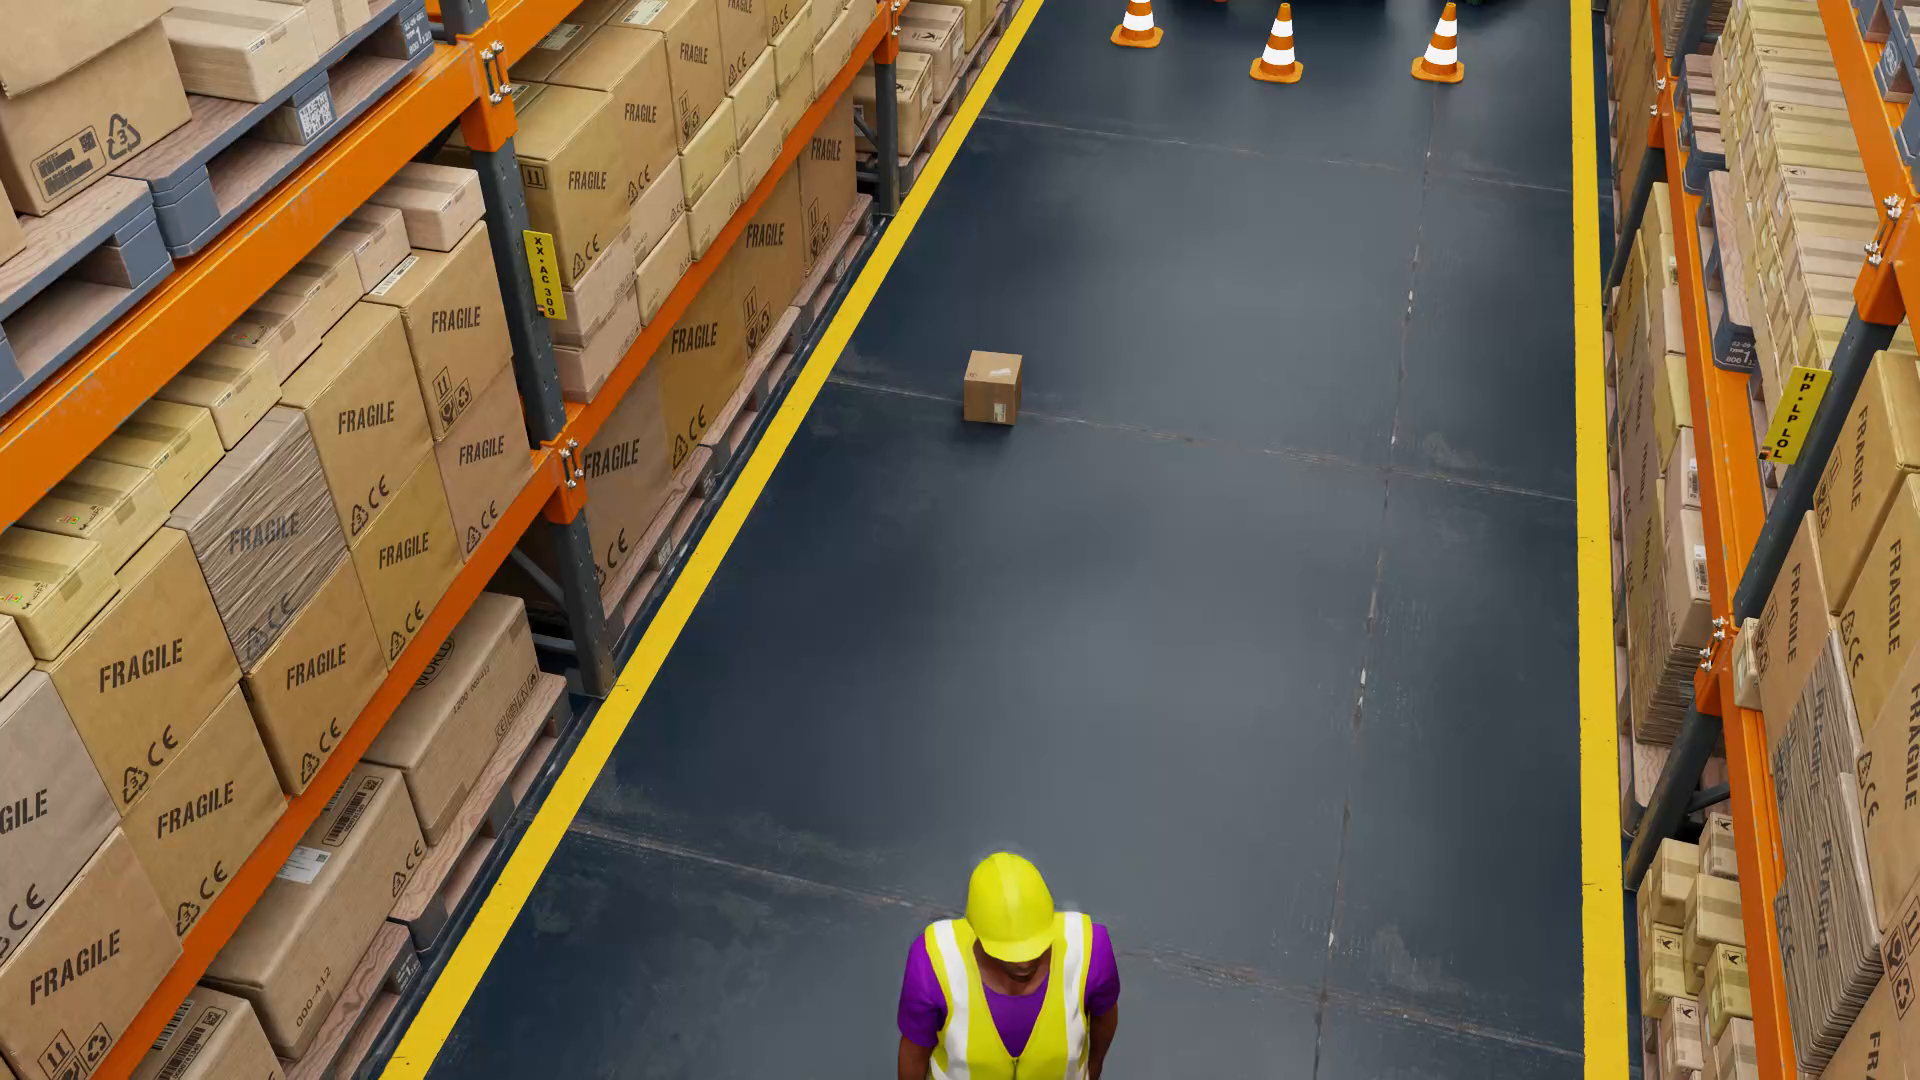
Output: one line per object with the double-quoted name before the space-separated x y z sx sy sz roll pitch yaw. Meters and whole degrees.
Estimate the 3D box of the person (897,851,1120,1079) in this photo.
"person" 0.128 1.501 4.385 0.580 1.794 0.476 -1 41 -1
